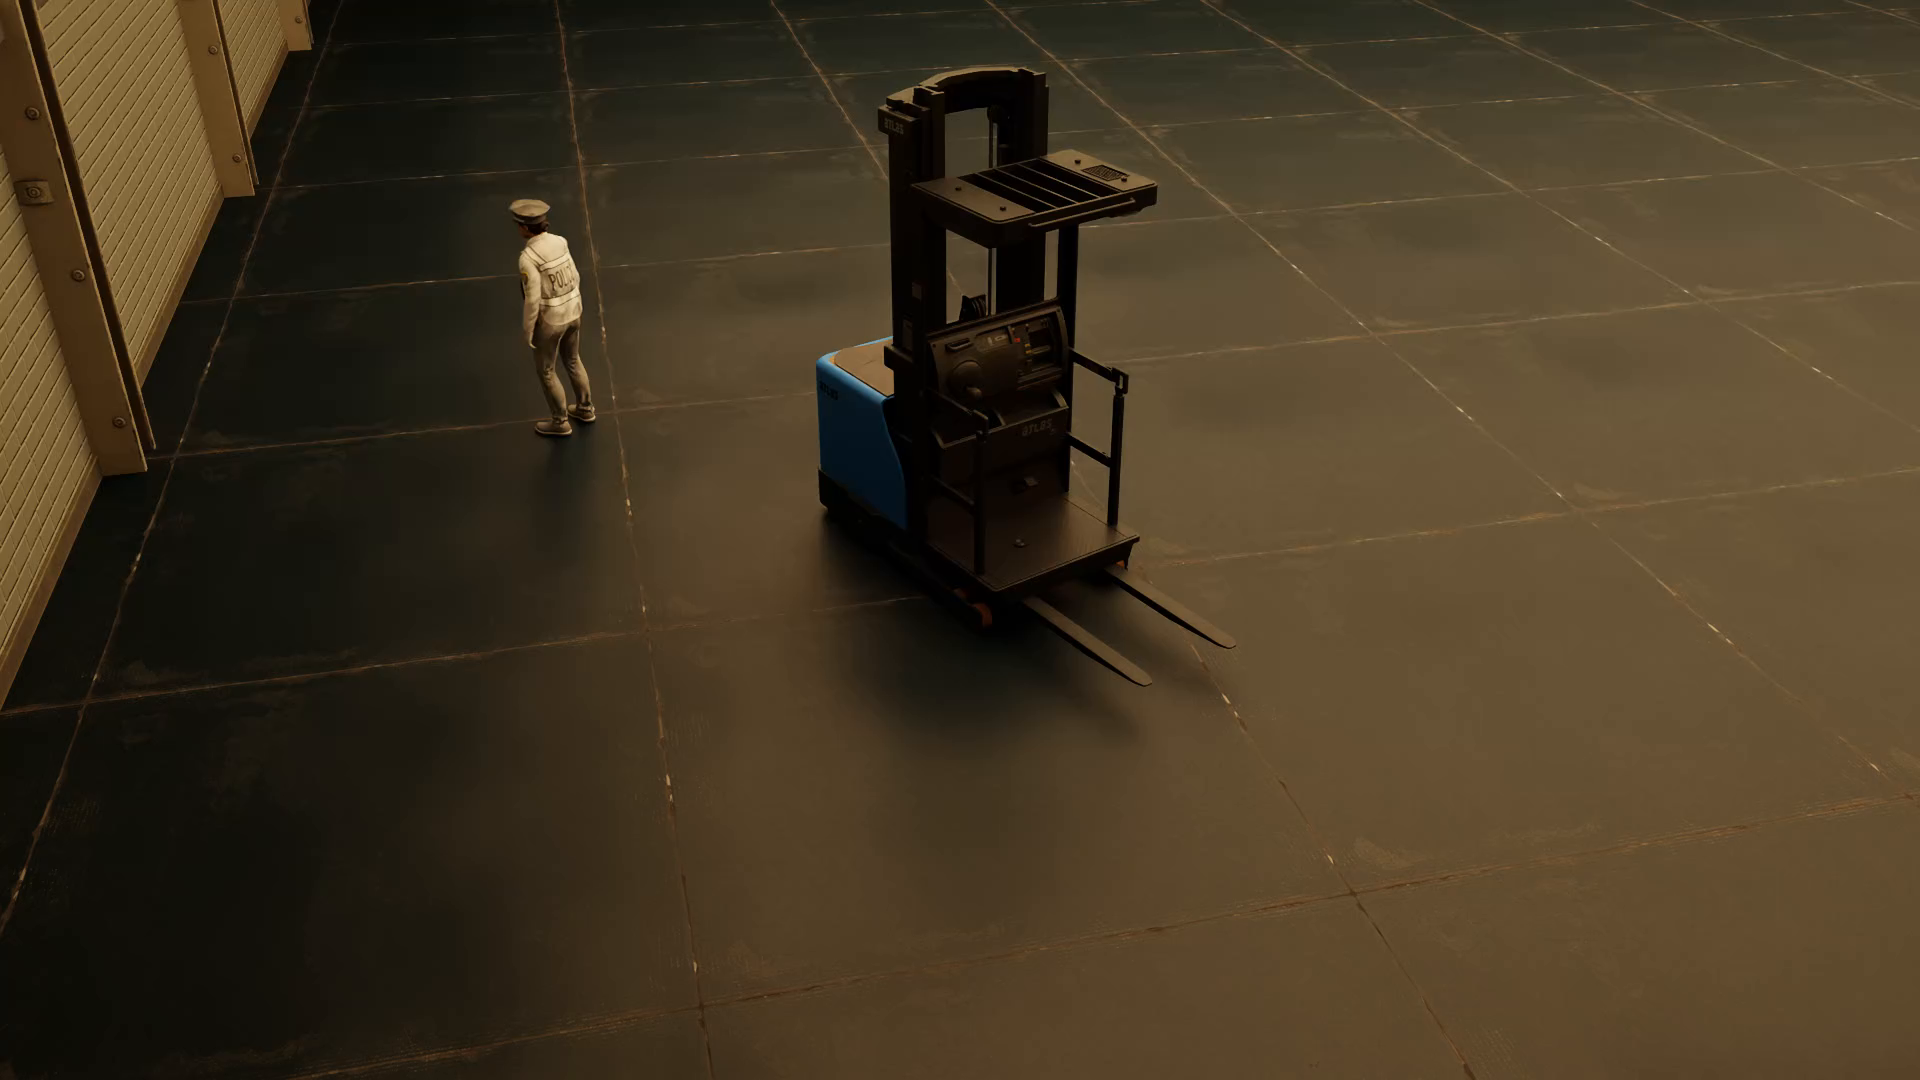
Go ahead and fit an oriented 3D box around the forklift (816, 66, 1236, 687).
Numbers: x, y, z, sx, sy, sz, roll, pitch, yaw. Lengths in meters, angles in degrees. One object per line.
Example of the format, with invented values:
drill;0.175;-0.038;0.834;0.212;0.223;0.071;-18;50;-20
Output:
forklift;0.355;-1.021;9.338;1.130;2.935;3.031;-20;35;-30

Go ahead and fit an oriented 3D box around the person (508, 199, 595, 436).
person;-2.812;-1.520;11.466;0.375;1.664;0.547;15;33;24
